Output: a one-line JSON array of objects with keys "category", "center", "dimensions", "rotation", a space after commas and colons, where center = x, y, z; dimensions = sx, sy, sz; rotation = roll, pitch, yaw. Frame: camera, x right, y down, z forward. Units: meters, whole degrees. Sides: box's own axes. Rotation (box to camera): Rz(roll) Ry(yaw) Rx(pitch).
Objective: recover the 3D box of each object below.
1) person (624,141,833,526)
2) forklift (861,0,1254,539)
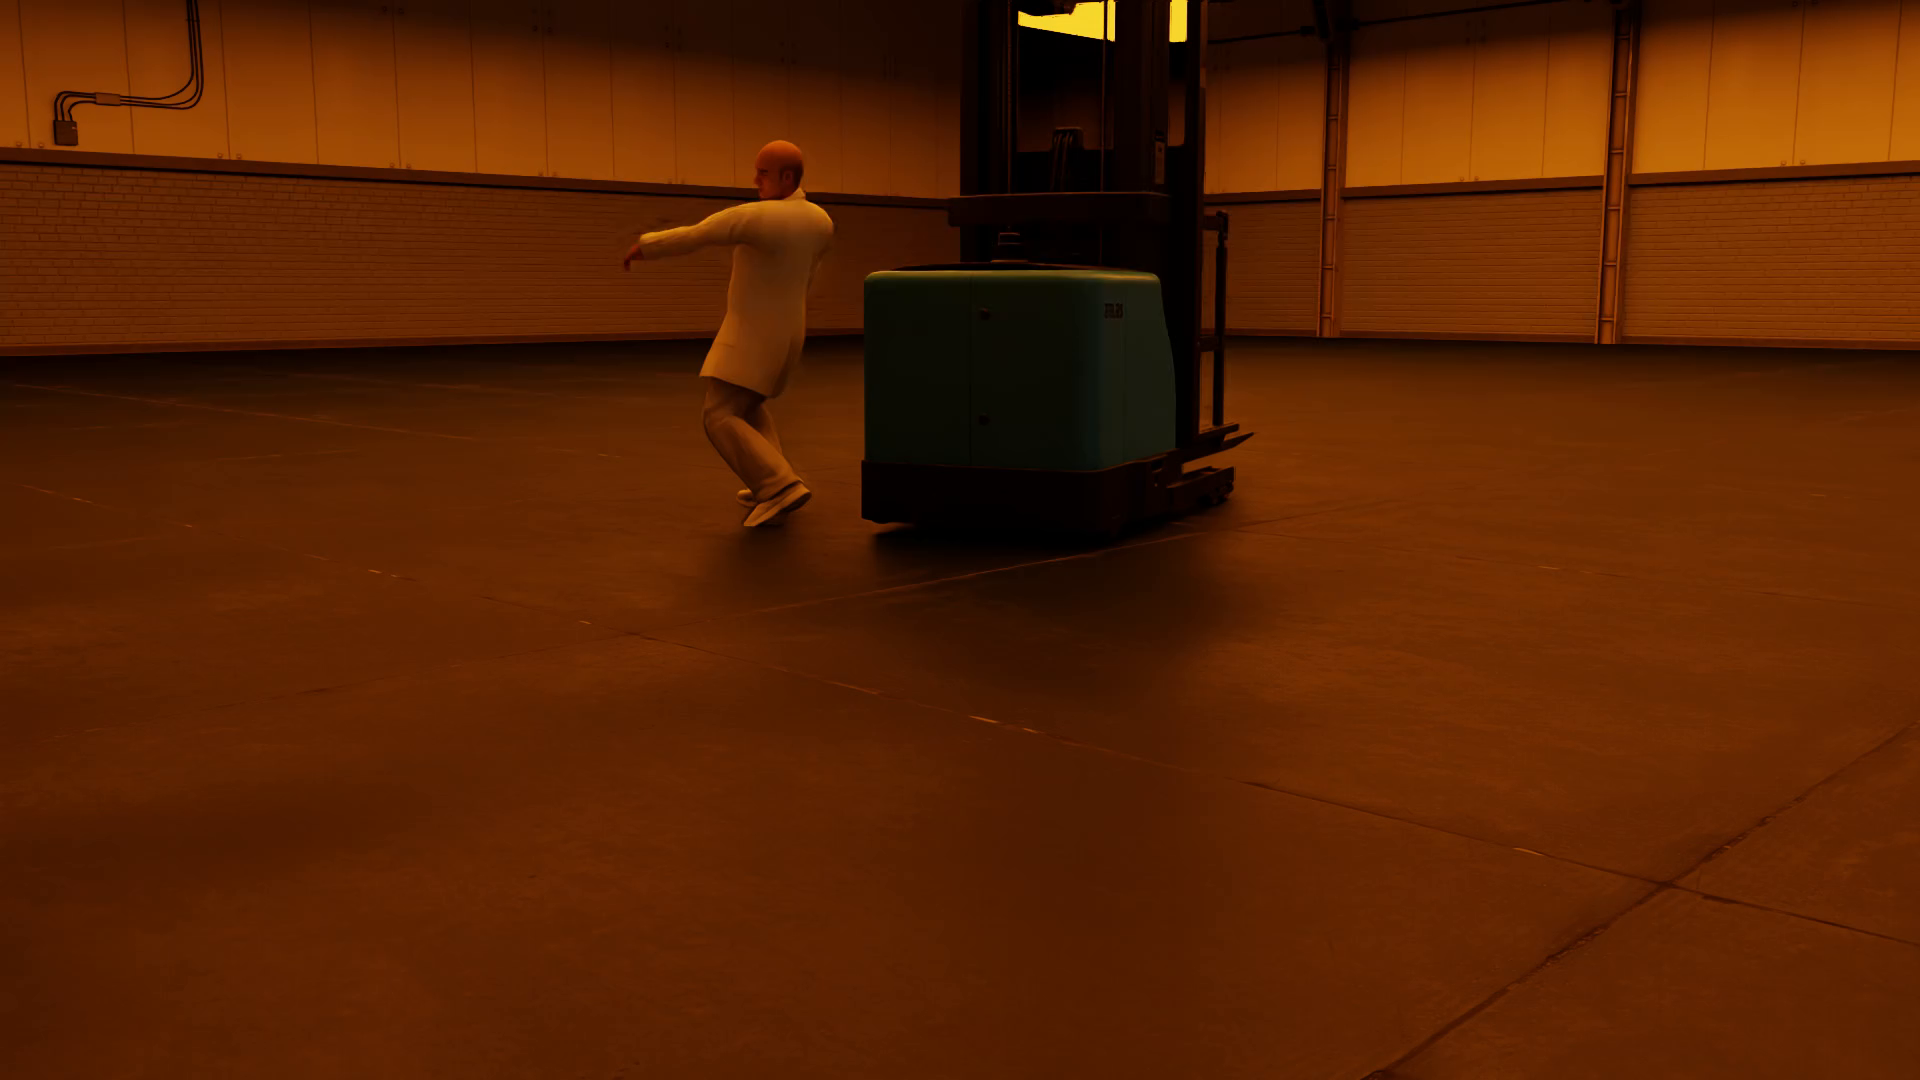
[{"category": "person", "center": [-0.909, -0.907, 7.517], "dimensions": [0.916, 1.712, 0.938], "rotation": [5, 10, 28]}, {"category": "forklift", "center": [0.671, -1.635, 7.735], "dimensions": [1.130, 2.935, 3.031], "rotation": [4, 9, 24]}]
